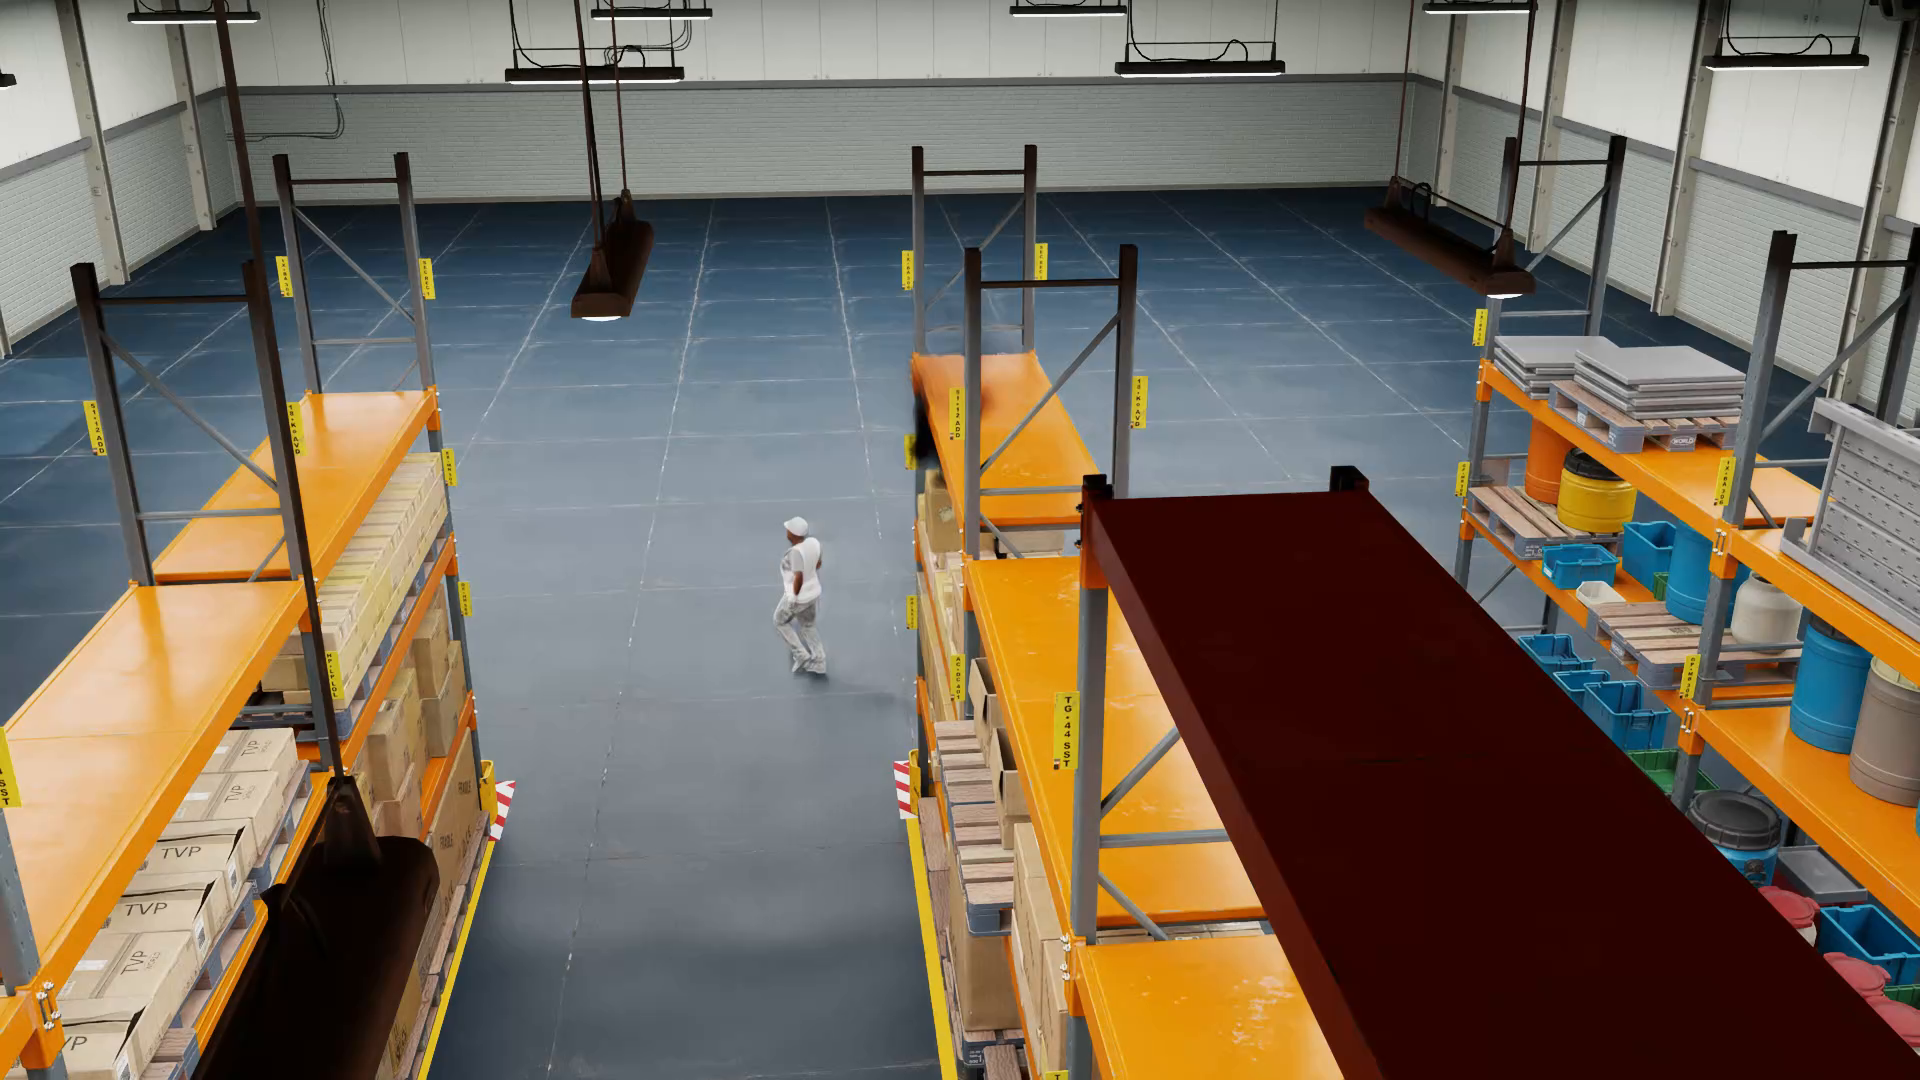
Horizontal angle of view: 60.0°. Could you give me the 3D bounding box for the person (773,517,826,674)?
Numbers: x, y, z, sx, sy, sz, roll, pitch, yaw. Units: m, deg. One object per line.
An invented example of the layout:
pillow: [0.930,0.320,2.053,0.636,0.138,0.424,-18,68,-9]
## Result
person: [-1.733,0.580,17.782,0.656,1.756,0.660,14,26,32]
